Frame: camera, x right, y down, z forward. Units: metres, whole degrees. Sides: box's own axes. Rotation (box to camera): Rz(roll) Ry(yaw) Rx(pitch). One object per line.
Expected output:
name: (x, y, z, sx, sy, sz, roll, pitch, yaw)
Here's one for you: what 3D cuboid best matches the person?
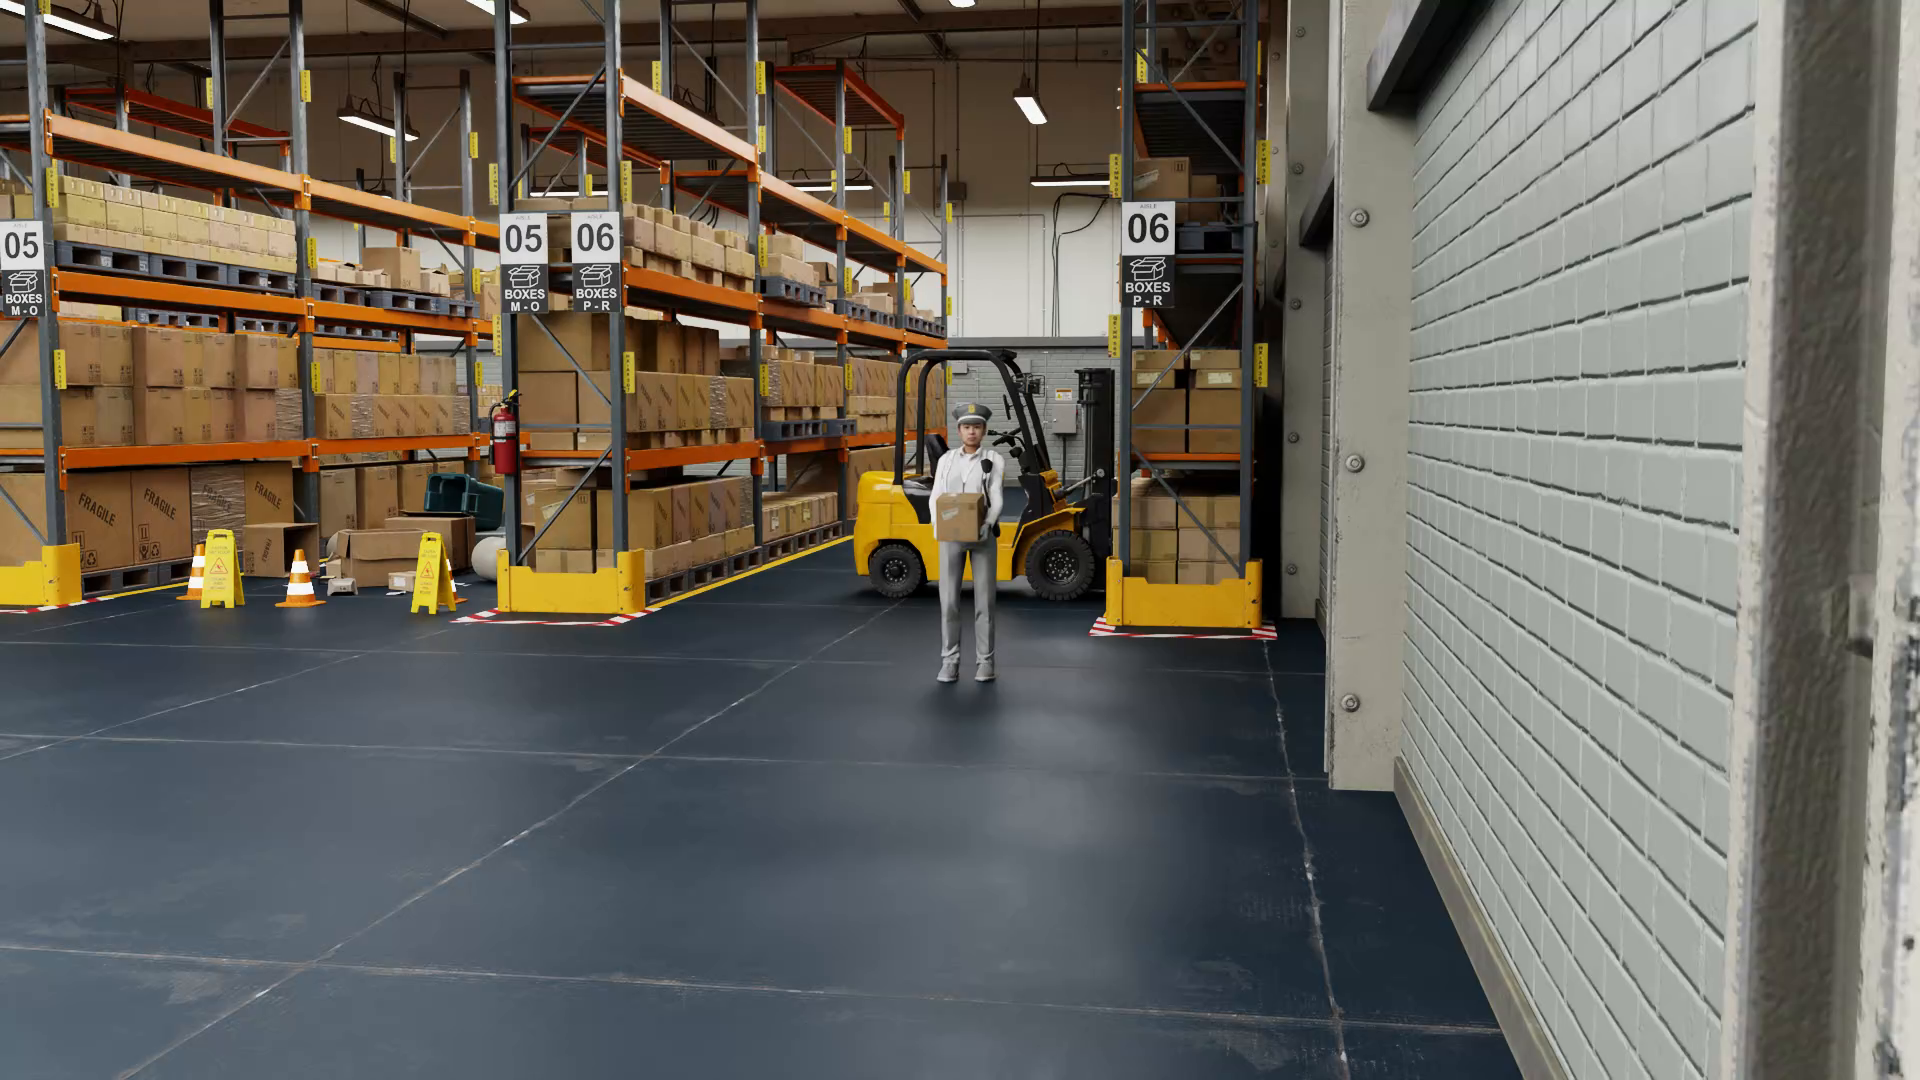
person: (0.035, 0.012, 10.112, 0.459, 1.687, 0.556, 1, 5, 10)
